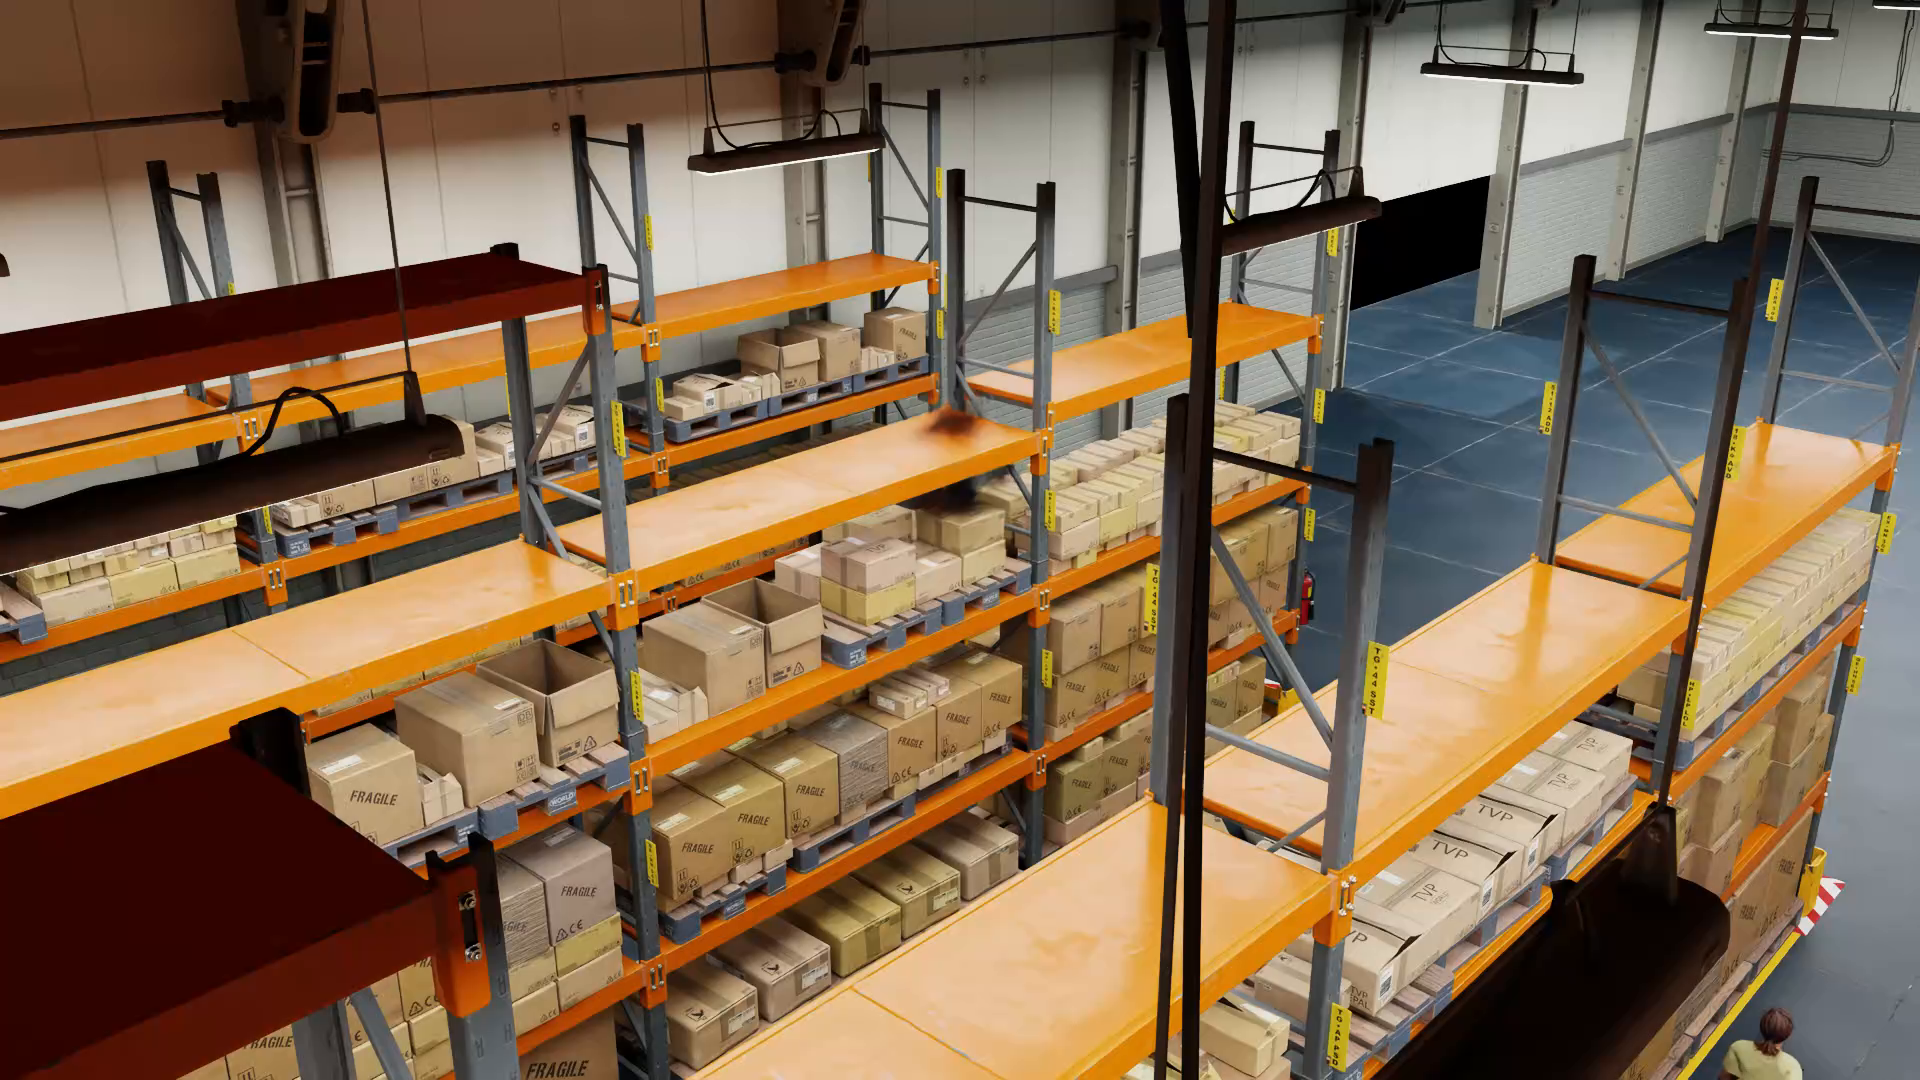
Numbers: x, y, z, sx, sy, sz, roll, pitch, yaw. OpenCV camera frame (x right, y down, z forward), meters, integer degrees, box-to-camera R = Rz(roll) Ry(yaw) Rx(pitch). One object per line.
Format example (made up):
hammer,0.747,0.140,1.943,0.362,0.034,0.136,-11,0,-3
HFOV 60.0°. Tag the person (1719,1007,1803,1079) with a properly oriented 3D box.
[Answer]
person,4.907,3.665,10.311,0.493,1.700,0.799,13,25,31
